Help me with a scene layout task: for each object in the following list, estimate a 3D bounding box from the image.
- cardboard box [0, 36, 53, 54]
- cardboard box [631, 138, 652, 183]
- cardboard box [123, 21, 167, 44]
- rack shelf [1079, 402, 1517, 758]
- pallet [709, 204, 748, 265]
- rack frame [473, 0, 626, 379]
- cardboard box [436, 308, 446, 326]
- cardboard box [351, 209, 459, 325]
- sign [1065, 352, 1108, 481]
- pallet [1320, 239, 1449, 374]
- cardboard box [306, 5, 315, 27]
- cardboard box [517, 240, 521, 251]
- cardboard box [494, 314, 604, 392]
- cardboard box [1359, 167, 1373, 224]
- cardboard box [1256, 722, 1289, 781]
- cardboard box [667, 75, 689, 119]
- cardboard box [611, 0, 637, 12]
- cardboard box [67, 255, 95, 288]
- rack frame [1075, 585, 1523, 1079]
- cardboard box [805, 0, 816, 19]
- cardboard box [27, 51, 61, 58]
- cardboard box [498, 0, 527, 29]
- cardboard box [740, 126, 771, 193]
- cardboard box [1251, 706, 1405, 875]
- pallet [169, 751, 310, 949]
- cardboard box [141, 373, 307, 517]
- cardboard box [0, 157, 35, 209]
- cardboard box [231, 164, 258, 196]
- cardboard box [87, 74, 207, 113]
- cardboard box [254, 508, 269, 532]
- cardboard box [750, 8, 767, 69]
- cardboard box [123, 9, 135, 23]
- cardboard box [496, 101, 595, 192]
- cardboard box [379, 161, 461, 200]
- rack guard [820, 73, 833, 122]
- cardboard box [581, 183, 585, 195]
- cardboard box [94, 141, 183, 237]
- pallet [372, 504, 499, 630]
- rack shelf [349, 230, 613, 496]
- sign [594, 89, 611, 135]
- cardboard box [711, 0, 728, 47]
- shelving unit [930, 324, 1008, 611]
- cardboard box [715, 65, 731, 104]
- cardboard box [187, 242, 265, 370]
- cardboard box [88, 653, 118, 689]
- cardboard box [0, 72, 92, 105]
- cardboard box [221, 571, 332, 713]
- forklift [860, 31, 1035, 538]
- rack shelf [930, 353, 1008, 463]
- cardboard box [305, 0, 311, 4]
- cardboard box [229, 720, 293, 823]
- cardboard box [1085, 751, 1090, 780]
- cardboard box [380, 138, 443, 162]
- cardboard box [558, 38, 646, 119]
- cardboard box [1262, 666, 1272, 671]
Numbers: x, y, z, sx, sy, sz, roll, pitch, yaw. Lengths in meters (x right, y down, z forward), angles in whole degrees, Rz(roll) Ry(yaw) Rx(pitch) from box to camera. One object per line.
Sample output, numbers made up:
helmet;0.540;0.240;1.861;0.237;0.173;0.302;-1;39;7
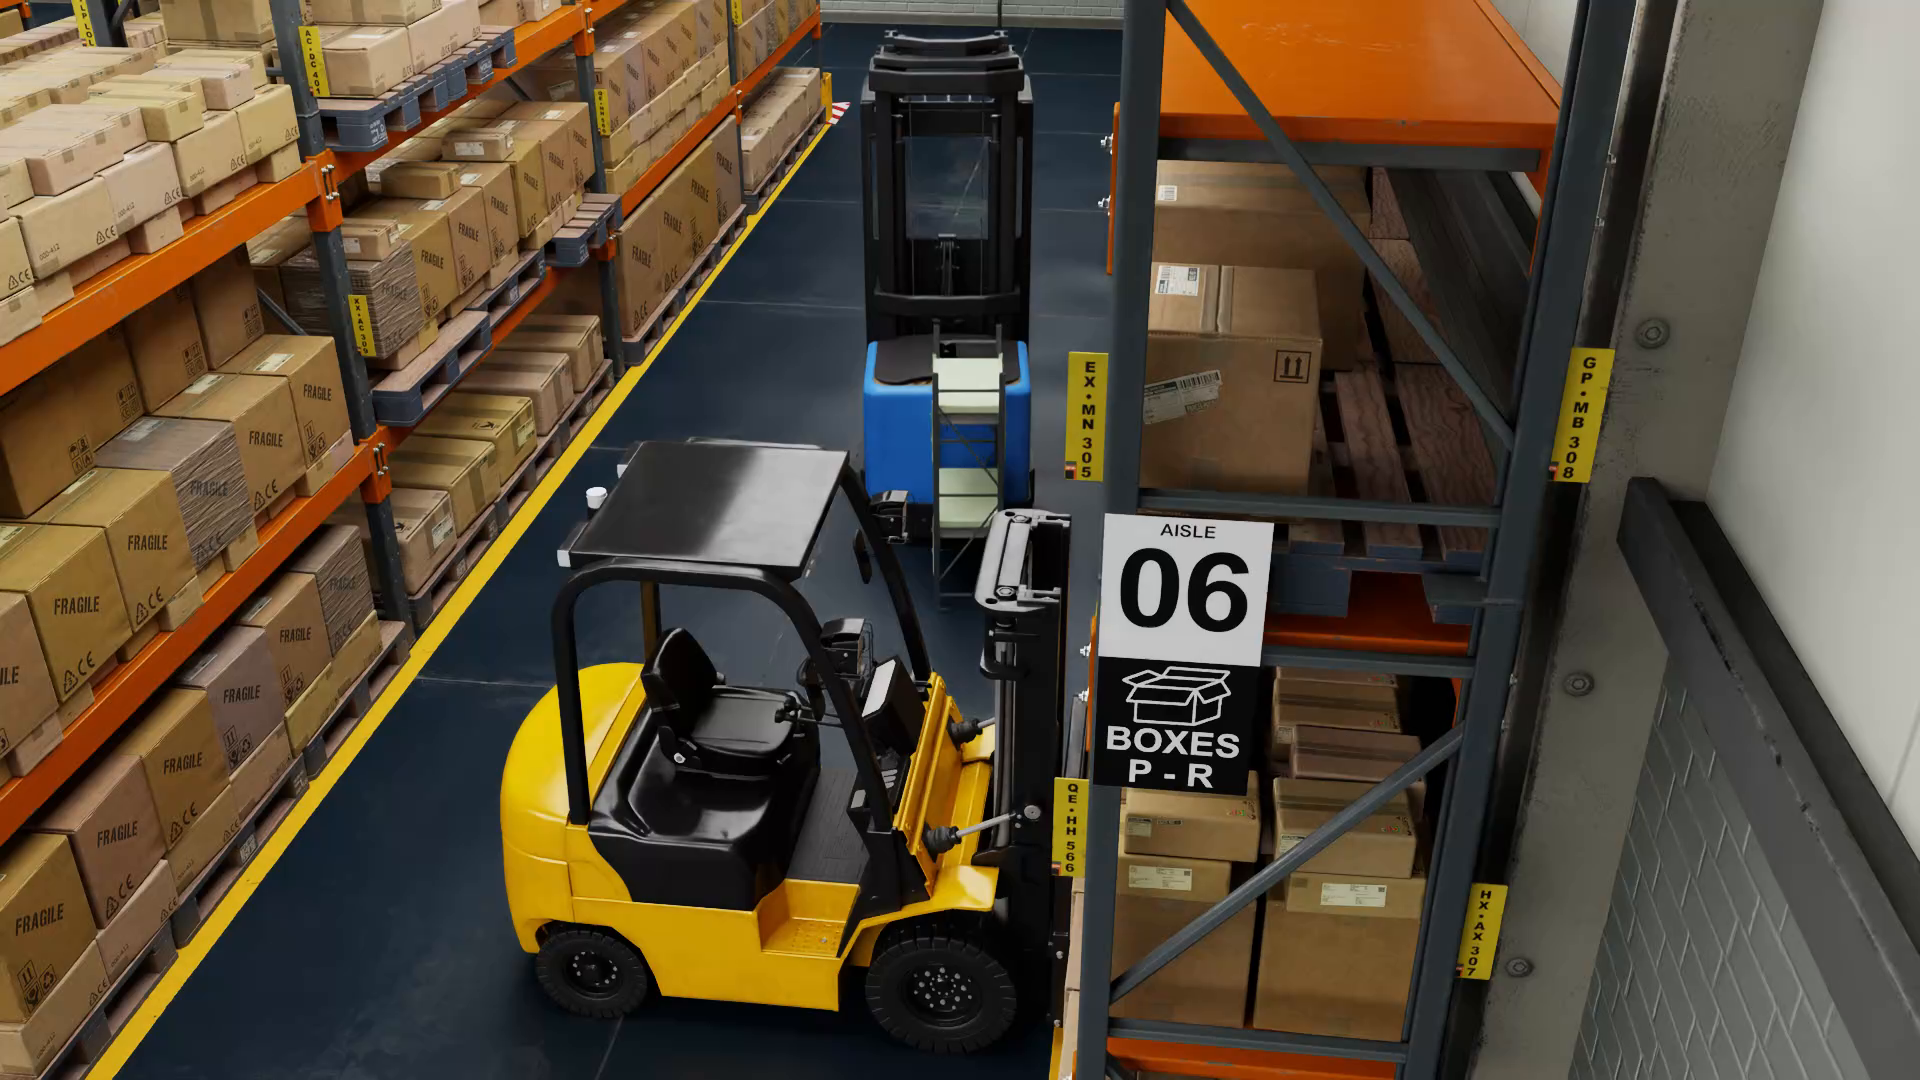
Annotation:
cardboard box;-8.207;-4.317;14.587;0.380;0.149;0.250;4;29;8
cardboard box;-2.755;-3.018;13.139;0.500;0.250;0.500;3;28;5
cardboard box;-7.466;-4.636;15.180;0.380;0.149;0.250;2;28;5
rack shelf;1.082;-0.518;5.937;1.077;0.370;4.000;3;28;6
pallet;-2.639;-2.913;15.726;1.003;0.211;1.213;3;28;6
rack frame;-3.110;-2.625;12.252;1.000;3.000;0.127;3;28;6
cardboard box;-3.220;-1.313;9.639;0.380;0.149;0.250;5;29;9
cardboard box;-3.197;-1.542;9.380;0.500;0.500;0.500;3;29;6
sign;0.300;-0.286;3.898;0.100;0.325;0.005;3;28;6
pallet;1.096;-0.762;5.724;1.003;0.211;1.213;3;28;6
cardboard box;-3.605;-2.703;8.950;0.500;0.250;0.500;4;29;7
cardboard box;-3.078;-1.921;10.767;0.380;0.149;0.250;4;29;7
cardboard box;-3.189;-1.388;12.283;0.950;0.372;0.625;1;28;3
cardboard box;0.984;-1.140;5.675;0.797;0.503;0.637;4;29;8
cardboard box;1.141;0.714;5.264;0.380;0.149;0.250;3;28;5
cardboard box;-2.589;-3.719;13.913;0.500;0.250;0.500;4;29;7
cardboard box;-3.058;-4.325;14.248;0.500;0.500;0.500;3;28;5
cardboard box;-3.620;-1.064;6.457;0.380;0.149;0.250;3;28;6
rack frame;0.837;1.427;4.730;1.000;3.000;0.127;3;28;6
cardboard box;-1.926;-6.193;18.769;0.500;0.500;0.500;4;29;6
cardboard box;-7.626;-4.027;14.048;0.380;0.149;0.250;4;29;8
cardboard box;-3.236;-3.544;10.690;0.700;0.500;0.500;3;28;6
cardboard box;-2.436;-3.854;16.792;0.875;0.438;0.875;3;28;5
cardboard box;1.215;0.920;5.567;0.500;0.500;0.500;4;29;8
pallet;-3.794;1.379;7.759;1.003;0.211;1.213;3;28;6
cardboard box;-3.464;-0.451;7.798;0.500;0.500;0.500;4;29;8
cardboard box;-3.626;-1.290;6.036;0.380;0.149;0.250;4;29;7
cardboard box;-3.454;-1.672;7.586;0.380;0.149;0.250;4;29;7
cardboard box;-3.498;-1.897;7.163;0.380;0.149;0.250;4;29;7
cardboard box;-3.514;-0.110;7.849;0.380;0.149;0.250;3;28;5
cardboard box;-2.236;-4.994;16.545;0.500;0.500;0.500;4;29;7
cardboard box;-8.049;-4.926;15.717;0.380;0.149;0.250;5;29;9
cardboard box;-2.889;-2.755;11.631;0.500;0.500;0.500;3;28;5
cardboard box;-3.160;-2.106;9.743;0.380;0.149;0.250;5;29;9
rack guard;-2.126;-5.302;19.856;1.175;0.500;0.348;3;28;6
cardboard box;-2.916;-2.532;11.901;0.380;0.149;0.250;4;29;8
cardboard box;-3.524;-1.427;6.711;0.500;0.250;0.500;3;28;5
pallet;-3.506;0.119;10.099;1.003;0.211;1.213;3;28;6
rack shelf;-3.355;-1.367;10.676;1.077;0.370;4.000;3;28;6
sign;-2.570;-3.073;11.946;0.100;0.325;0.005;3;28;6
cardboard box;-2.425;-4.767;15.069;0.500;0.500;0.500;4;29;8
shelving unit;0.047;-0.423;9.746;0.431;1.500;0.755;0;28;0
cardboard box;-2.424;-4.216;15.364;0.500;0.250;0.500;3;28;5
cardboard box;-3.869;-1.163;8.065;0.700;0.500;0.500;3;28;6
cardboard box;-3.665;0.495;6.726;0.380;0.149;0.250;4;29;8
cardboard box;-4.006;-1.926;7.216;0.380;0.149;0.250;2;28;5
cardboard box;-3.466;0.487;8.142;0.500;0.500;0.500;4;29;7
forklift;-0.084;-1.960;11.089;1.130;2.935;3.031;0;28;0
rack shelf;0.047;-0.767;9.561;0.431;0.370;0.720;0;28;0
cardboard box;-3.552;-3.164;9.277;0.500;0.250;0.500;4;29;7
cardboard box;-3.528;1.068;7.854;0.500;0.250;0.500;4;29;7
cardboard box;0.762;1.061;6.812;0.500;0.250;0.500;3;28;5
cardboard box;-3.510;-2.291;10.769;0.500;0.500;0.500;4;29;7
cardboard box;-2.755;-3.561;12.830;0.500;0.500;0.500;3;29;6
cardboard box;1.226;0.334;5.657;0.380;0.149;0.250;4;29;8
